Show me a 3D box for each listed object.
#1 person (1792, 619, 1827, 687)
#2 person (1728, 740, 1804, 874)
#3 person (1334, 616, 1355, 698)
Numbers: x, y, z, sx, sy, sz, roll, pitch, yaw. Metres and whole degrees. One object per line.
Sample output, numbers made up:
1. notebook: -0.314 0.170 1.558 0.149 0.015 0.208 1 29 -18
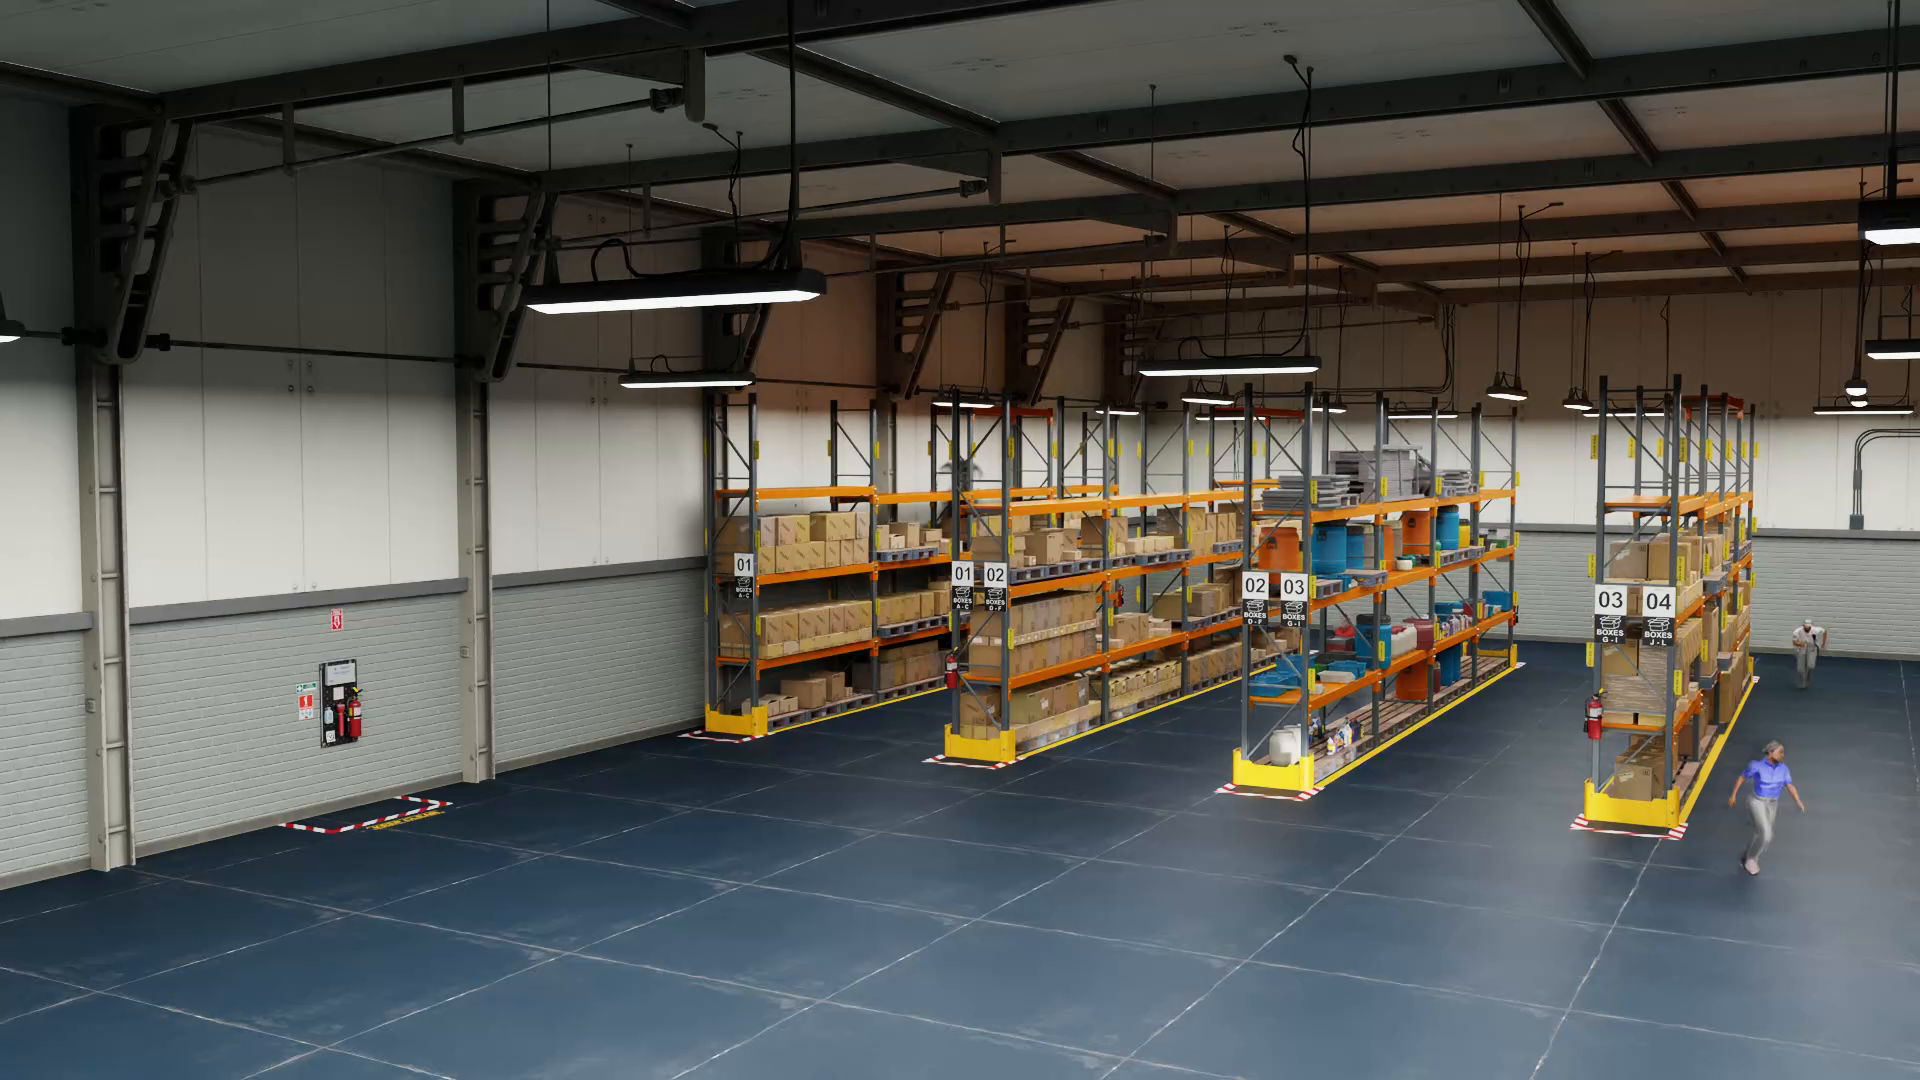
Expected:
1. person: 17.747 2.371 34.762 0.647 1.497 0.873 1 3 24
2. person: 9.470 3.133 19.486 0.562 1.599 0.787 -1 3 -13
3. person: 7.699 2.356 33.365 0.675 1.679 0.803 2 4 39
